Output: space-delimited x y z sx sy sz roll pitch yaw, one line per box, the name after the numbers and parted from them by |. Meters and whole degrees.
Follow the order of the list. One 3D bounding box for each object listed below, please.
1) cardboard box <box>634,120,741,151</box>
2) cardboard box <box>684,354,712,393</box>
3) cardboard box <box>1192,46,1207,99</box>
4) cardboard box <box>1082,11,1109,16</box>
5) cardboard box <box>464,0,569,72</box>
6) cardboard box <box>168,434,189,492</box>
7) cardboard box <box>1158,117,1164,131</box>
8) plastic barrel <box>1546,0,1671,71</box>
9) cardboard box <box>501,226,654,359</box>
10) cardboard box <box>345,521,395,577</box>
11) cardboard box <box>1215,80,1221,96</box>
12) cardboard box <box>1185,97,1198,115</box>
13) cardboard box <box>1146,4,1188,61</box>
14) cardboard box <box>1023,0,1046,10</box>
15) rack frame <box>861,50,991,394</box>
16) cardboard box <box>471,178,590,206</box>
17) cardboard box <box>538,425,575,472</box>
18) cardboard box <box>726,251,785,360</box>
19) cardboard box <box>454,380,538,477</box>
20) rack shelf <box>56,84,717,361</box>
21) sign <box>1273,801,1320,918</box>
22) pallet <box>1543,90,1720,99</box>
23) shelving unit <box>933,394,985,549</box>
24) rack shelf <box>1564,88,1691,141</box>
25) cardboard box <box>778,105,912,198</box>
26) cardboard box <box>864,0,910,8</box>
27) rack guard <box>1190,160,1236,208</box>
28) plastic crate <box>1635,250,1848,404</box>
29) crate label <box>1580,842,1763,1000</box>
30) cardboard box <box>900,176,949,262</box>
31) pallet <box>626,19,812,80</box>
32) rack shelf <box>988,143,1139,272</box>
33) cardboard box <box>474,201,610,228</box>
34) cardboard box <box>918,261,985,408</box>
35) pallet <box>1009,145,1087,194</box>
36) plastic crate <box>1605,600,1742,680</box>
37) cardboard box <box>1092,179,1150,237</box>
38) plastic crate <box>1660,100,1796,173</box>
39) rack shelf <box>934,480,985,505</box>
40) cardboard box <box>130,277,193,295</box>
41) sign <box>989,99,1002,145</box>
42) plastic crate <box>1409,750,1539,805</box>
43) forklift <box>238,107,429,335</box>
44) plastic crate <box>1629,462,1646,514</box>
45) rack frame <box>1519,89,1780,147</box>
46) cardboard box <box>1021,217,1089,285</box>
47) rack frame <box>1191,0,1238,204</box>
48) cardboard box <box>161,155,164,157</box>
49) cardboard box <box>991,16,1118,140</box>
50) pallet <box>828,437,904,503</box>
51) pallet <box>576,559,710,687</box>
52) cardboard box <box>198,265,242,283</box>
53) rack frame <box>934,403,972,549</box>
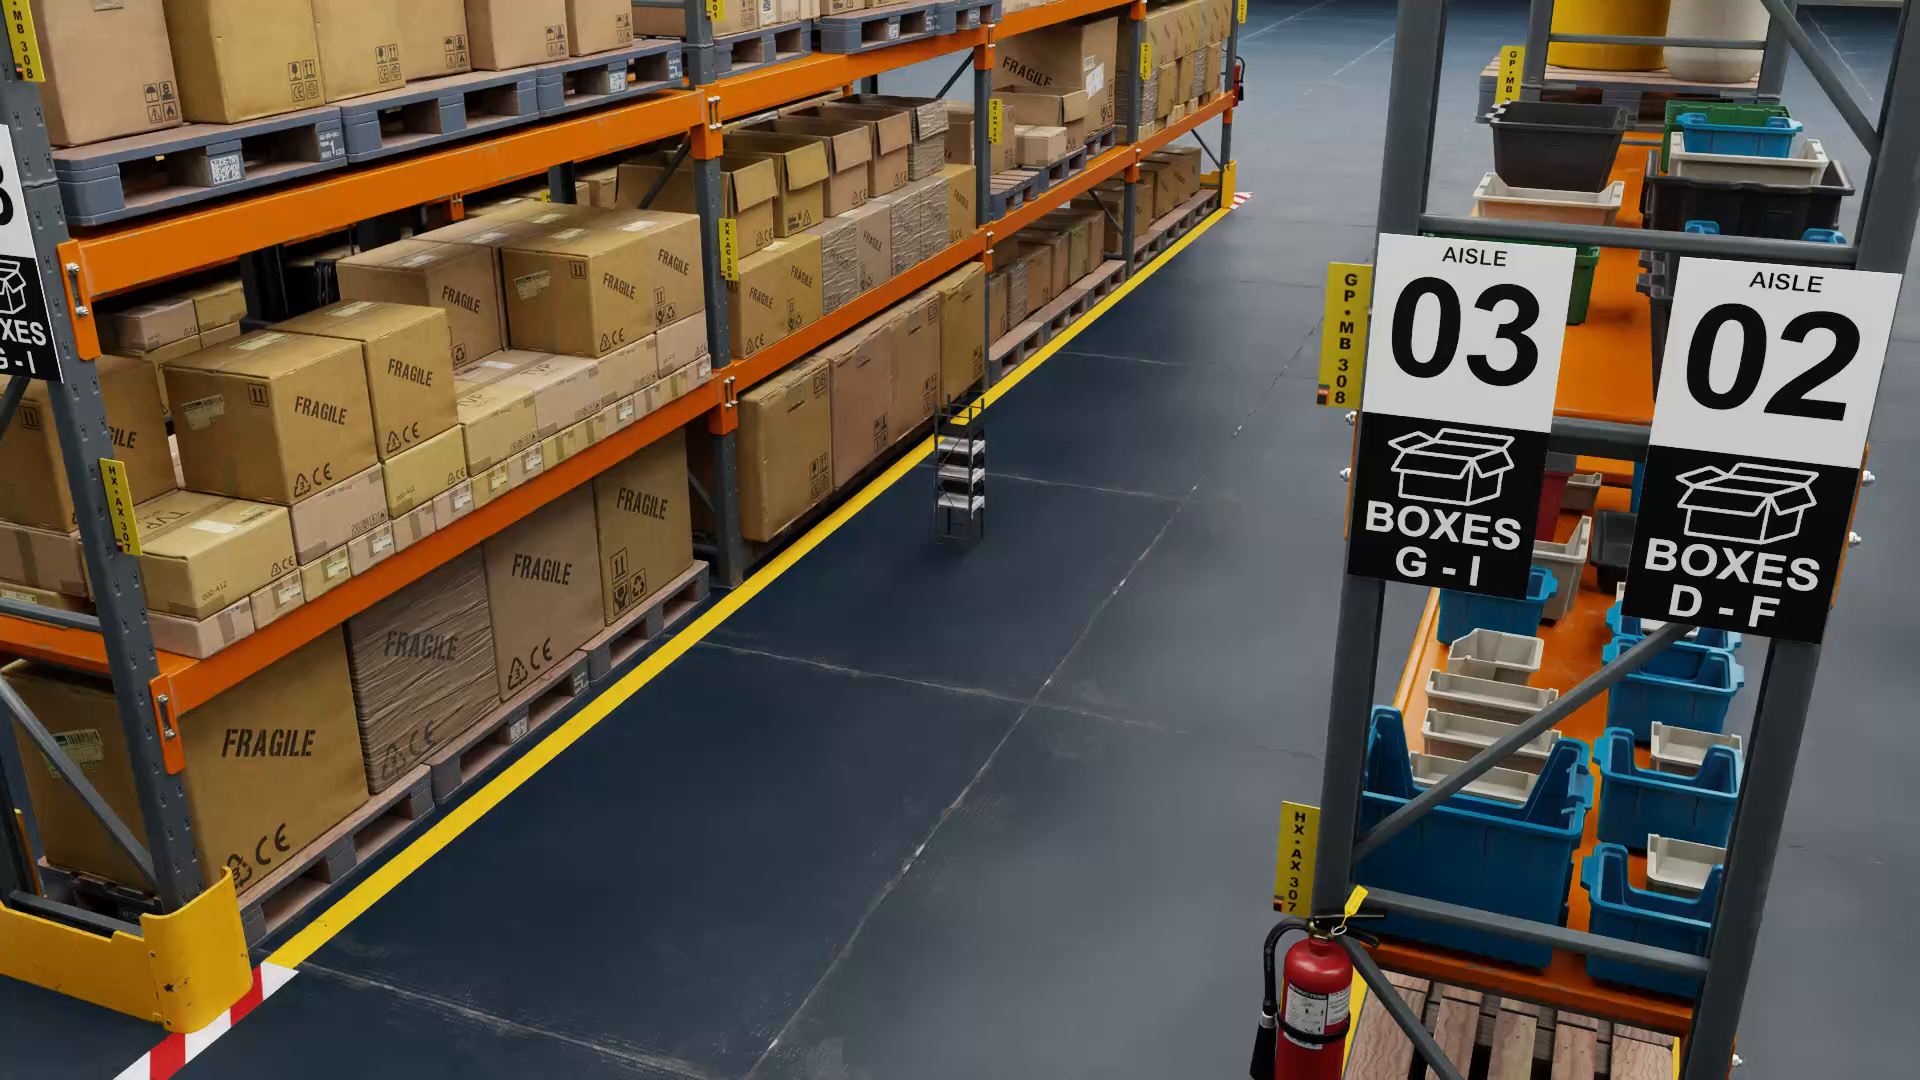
-3.041 -4.219 18.671 0.875 0.875 0.875 9 24 21 | cardboard box
-1.552 -0.910 8.862 0.380 0.149 0.250 9 24 20 | cardboard box
2.184 -5.097 18.046 0.875 0.500 0.500 9 24 20 | cardboard box
1.140 -4.890 16.251 0.500 0.500 0.500 9 24 20 | cardboard box
-2.182 -2.371 7.339 0.700 0.500 0.500 10 25 23 | cardboard box
-3.106 -0.211 6.672 0.500 0.250 0.500 8 24 19 | cardboard box
1.844 -4.234 16.821 0.380 0.149 0.250 9 24 20 | cardboard box
3.006 -2.493 7.645 0.600 0.588 0.600 0 23 0 | plastic barrel
-1.856 -1.214 8.101 0.500 0.500 0.500 9 24 21 | cardboard box
-2.506 0.009 6.663 0.380 0.149 0.250 8 24 19 | cardboard box
2.800 -5.228 19.201 0.380 0.149 0.250 9 24 20 | cardboard box
2.340 -4.676 17.880 0.380 0.149 0.250 9 24 20 | cardboard box
2.002 -5.172 16.927 0.500 0.500 0.500 9 24 20 | cardboard box
0.345 -4.243 12.819 0.500 0.250 0.500 9 24 21 | cardboard box
-0.257 -2.613 12.614 1.000 3.000 0.127 9 24 20 | rack frame
-4.194 -3.033 15.994 1.050 0.750 0.750 9 24 21 | cardboard box
-2.029 -0.450 7.761 0.380 0.149 0.250 8 24 19 | cardboard box
-1.340 -1.356 9.476 0.500 0.500 0.500 9 24 20 | cardboard box
-2.234 -0.505 7.376 0.500 0.250 0.500 8 24 19 | cardboard box
-2.486 -1.518 7.034 1.077 0.370 4.000 9 24 20 | rack shelf
0.853 0.811 4.206 0.100 0.325 0.005 9 24 20 | sign
3.474 -2.470 8.625 1.003 0.211 1.213 9 24 20 | pallet
-0.003 -0.412 10.070 0.258 0.900 0.210 9 24 20 | shelving unit
3.598 -2.240 8.763 1.077 0.370 4.000 9 24 20 | rack shelf
-0.789 -2.630 11.223 0.797 0.503 0.637 9 24 21 | cardboard box
-0.656 -3.687 10.618 0.500 0.500 0.500 10 25 23 | cardboard box
2.686 -4.295 19.884 1.175 0.500 0.348 9 24 20 | rack guard
1.771 -0.463 3.744 0.497 0.269 0.590 9 24 20 | plastic crate
1.767 0.967 4.182 0.416 0.233 0.303 9 24 20 | crate label
-0.401 -2.269 11.662 0.500 0.500 0.500 9 24 20 | cardboard box
-1.448 -2.812 9.448 0.805 0.209 1.217 8 24 18 | pallet
0.486 -2.997 14.466 1.077 0.370 4.000 9 24 20 | rack shelf
-2.158 -1.461 8.691 0.500 0.500 0.500 9 24 20 | cardboard box
-0.533 -1.582 12.358 1.225 0.875 0.875 8 24 18 | cardboard box
0.440 -3.239 14.361 1.003 0.211 1.213 9 24 20 | pallet
2.368 0.389 5.567 0.416 0.233 0.300 9 24 20 | plastic crate
1.620 -3.428 17.264 0.500 0.500 0.500 18 29 37 | cardboard box
2.979 -1.564 6.485 0.450 0.188 0.662 9 24 20 | plastic crate
-0.003 -0.299 10.117 0.258 0.077 0.200 9 24 20 | rack shelf
-6.065 -1.799 12.390 0.500 0.250 0.500 10 25 23 | cardboard box
0.259 -3.069 12.203 0.100 0.325 0.005 9 24 20 | sign
1.504 0.735 4.862 0.396 0.136 0.243 9 24 20 | plastic crate
-3.734 -1.622 10.331 1.130 2.935 3.031 0 23 1 | forklift
2.999 -0.277 6.964 0.392 0.384 0.575 9 24 20 | plastic crate
2.855 -0.472 7.489 1.000 3.000 0.127 9 24 20 | rack frame
0.786 -2.709 15.517 0.700 0.500 0.500 9 24 20 | cardboard box
2.714 -5.476 19.467 1.000 3.000 0.127 9 24 20 | rack frame
-5.447 -2.636 11.679 0.380 0.149 0.250 8 24 19 | cardboard box
0.803 -4.251 15.211 1.000 1.000 1.000 9 24 20 | cardboard box
-1.075 -0.620 11.460 1.003 0.211 1.213 9 24 20 | pallet
-2.098 0.366 9.100 1.003 0.211 1.213 9 24 20 | pallet
-5.402 -1.914 12.665 0.500 0.250 0.500 10 25 22 | cardboard box
-0.041 -0.376 9.983 0.240 0.900 0.006 9 24 20 | rack frame
